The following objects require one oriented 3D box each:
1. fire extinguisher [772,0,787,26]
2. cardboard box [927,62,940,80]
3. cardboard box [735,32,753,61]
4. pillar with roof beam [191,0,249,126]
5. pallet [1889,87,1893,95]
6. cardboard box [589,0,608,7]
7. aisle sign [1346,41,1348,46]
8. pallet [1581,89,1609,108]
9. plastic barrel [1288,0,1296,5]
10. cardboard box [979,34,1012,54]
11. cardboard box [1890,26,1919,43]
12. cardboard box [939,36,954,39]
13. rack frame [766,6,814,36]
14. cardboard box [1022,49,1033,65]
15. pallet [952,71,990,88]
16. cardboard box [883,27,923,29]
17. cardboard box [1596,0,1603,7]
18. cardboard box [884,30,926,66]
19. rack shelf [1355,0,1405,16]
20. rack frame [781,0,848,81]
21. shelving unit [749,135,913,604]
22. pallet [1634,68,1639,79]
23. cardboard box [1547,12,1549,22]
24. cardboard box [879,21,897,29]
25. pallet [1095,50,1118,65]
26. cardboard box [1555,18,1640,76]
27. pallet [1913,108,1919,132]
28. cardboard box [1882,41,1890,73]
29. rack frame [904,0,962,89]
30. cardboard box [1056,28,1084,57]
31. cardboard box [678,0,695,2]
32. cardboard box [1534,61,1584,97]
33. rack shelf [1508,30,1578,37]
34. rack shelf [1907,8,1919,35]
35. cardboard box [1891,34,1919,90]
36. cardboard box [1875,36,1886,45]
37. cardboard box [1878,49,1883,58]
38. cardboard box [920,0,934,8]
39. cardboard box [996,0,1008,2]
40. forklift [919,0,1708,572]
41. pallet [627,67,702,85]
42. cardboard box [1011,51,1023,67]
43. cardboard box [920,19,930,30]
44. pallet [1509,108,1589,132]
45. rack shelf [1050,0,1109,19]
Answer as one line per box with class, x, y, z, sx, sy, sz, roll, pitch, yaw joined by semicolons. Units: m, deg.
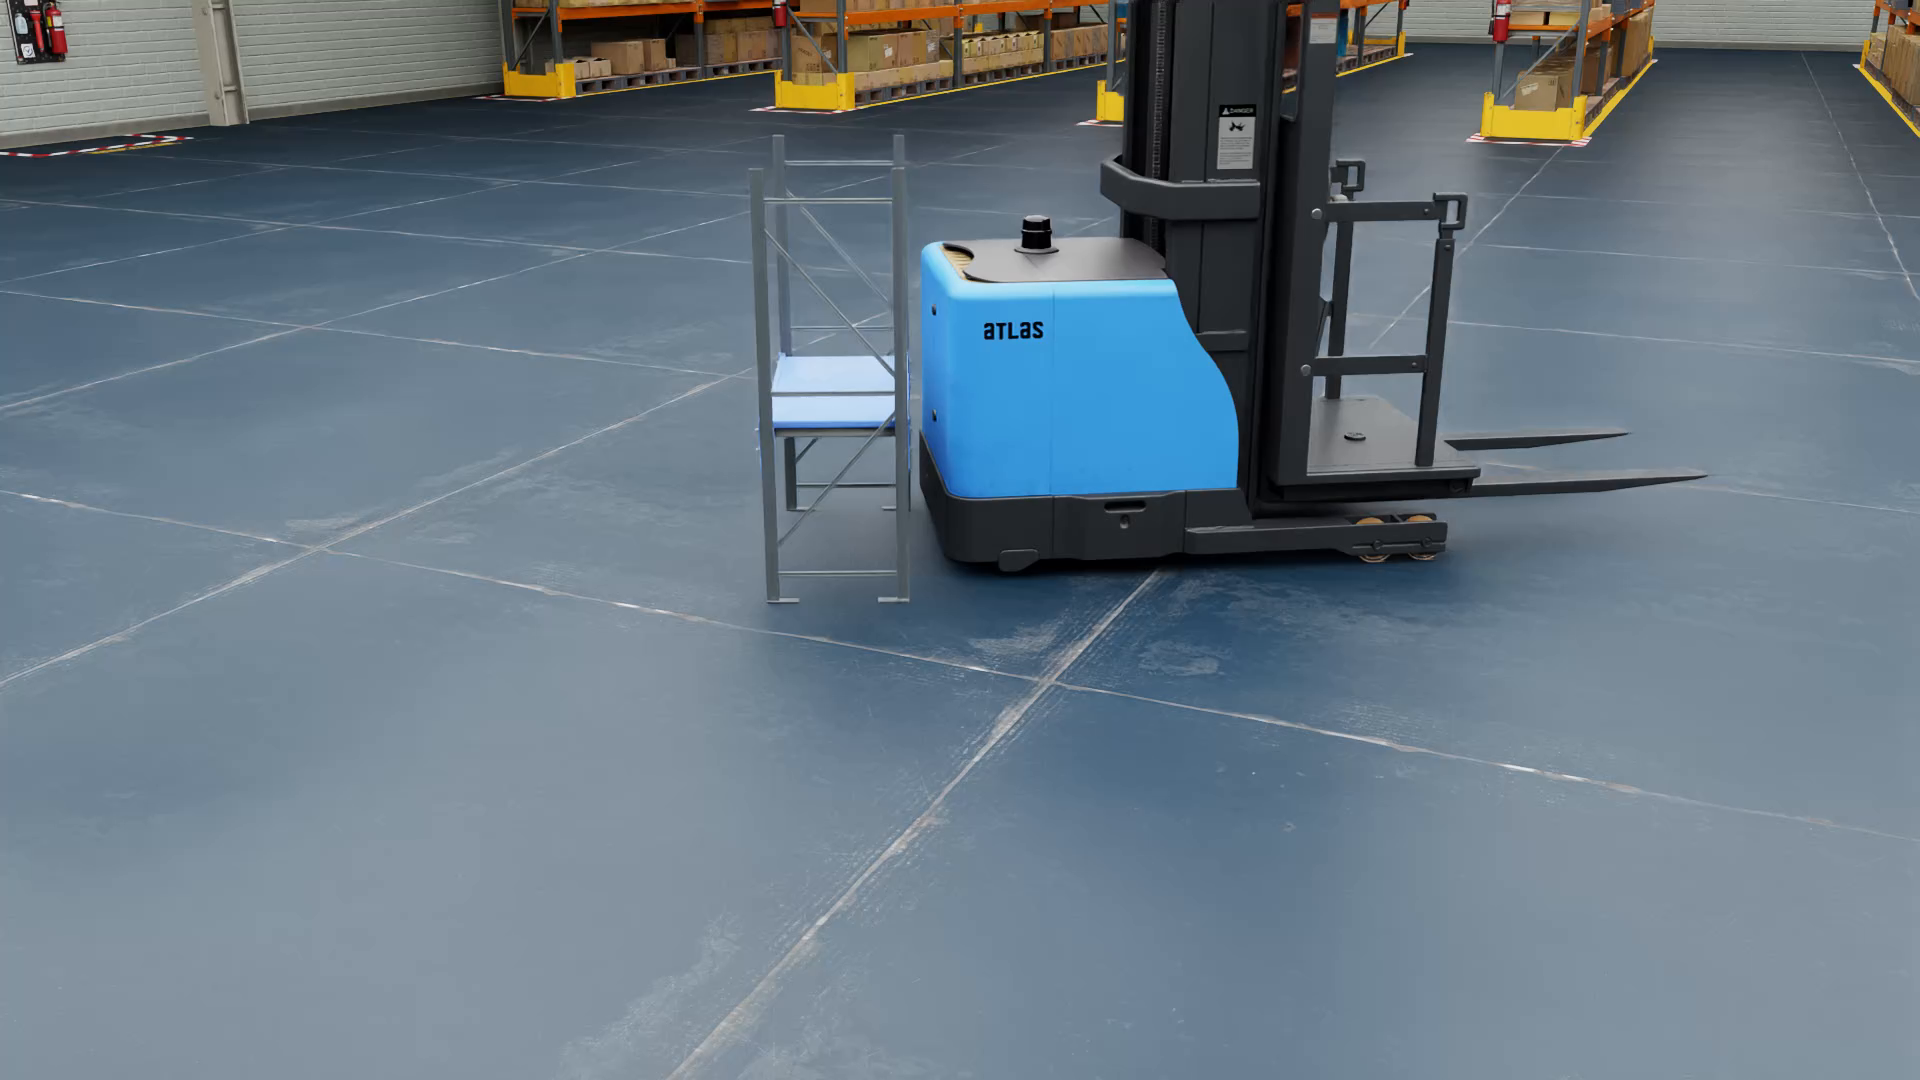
fire extinguisher;-2.560;-7.671;23.676;0.296;0.674;0.183;9;21;23
cardboard box;-0.654;-7.481;26.505;0.500;0.250;0.500;9;21;23
cardboard box;-4.273;-9.153;30.803;0.700;0.500;0.500;9;21;23
pillar with roof beam;-5.641;-9.092;18.606;9.100;9.000;0.400;9;21;23
pallet;15.029;-6.978;25.775;1.003;0.211;1.213;9;21;23
cardboard box;-5.919;-8.563;26.264;0.500;0.250;0.500;8;21;21
aisle sign;9.295;-12.926;38.048;11.437;3.194;6.000;9;21;23
pallet;8.904;-6.466;24.336;1.003;0.211;1.213;9;21;23
plastic barrel;5.307;-9.024;27.200;0.421;0.512;0.421;0;20;0
cardboard box;0.575;-8.631;28.901;0.500;0.311;0.500;9;22;24
cardboard box;15.587;-8.297;27.306;0.500;0.250;0.500;9;22;24
cardboard box;-0.338;-8.392;28.229;0.500;0.311;0.500;9;22;24
rack frame;-3.333;-10.804;32.370;1.000;3.000;0.127;9;21;23
cardboard box;0.988;-8.675;29.862;0.500;0.250;0.500;8;21;22
pallet;-0.184;-7.819;28.140;1.003;0.211;1.213;9;21;23
cardboard box;-0.925;-8.059;27.011;0.500;0.500;0.500;9;21;23
cardboard box;7.996;-7.285;21.884;0.875;0.500;0.500;9;21;23
cardboard box;-0.857;-7.681;25.949;0.500;0.500;0.500;9;21;23
rack shelf;8.163;-10.939;33.826;1.077;0.370;4.000;9;21;23
rack frame;-2.088;-7.679;23.586;1.000;3.000;0.127;9;21;23
shelving unit;-0.444;-0.660;6.088;0.538;1.500;1.048;-1;20;-2
pallet;11.615;-8.427;29.850;1.003;0.211;1.213;9;21;23
cardboard box;7.152;-6.550;20.785;0.380;0.149;0.250;9;21;23
cardboard box;-1.842;-10.995;35.490;0.750;0.750;0.750;9;21;23
pallet;2.528;-9.780;33.654;1.003;0.211;1.213;9;21;23
cardboard box;10.526;-8.169;27.508;1.225;0.875;0.875;8;21;20
pallet;12.687;-5.295;21.042;1.003;0.211;1.213;9;21;23
cardboard box;15.801;-8.106;27.890;0.500;0.500;0.500;9;22;25
rack frame;-0.450;-8.902;27.024;1.000;3.000;0.127;9;21;23
cardboard box;2.055;-9.568;31.970;0.500;0.500;0.500;8;21;22
cardboard box;-4.888;-9.333;28.430;0.500;0.250;0.500;9;21;23
cardboard box;8.158;-6.269;22.723;0.500;0.500;0.500;17;26;40
rack shelf;7.767;-6.659;21.576;0.831;0.071;3.687;9;21;23
rack shelf;13.889;-7.103;23.038;1.077;0.370;4.000;9;21;23
cardboard box;14.377;-7.017;24.454;1.050;0.750;0.750;8;21;22
cardboard box;16.939;-9.115;30.362;0.380;0.149;0.250;9;21;24
cardboard box;16.284;-8.495;29.063;0.380;0.149;0.250;7;21;20
cardboard box;-0.836;-8.651;26.167;0.700;0.500;0.500;8;21;22
cardboard box;0.516;-9.657;28.997;0.500;0.500;0.500;7;21;20
forklift;1.391;-1.468;6.223;3.031;2.935;1.130;-3;20;-7
pallet;-5.213;-8.057;28.808;1.003;0.211;1.213;9;21;23
cardboard box;0.700;-9.852;28.993;0.692;3.050;0.521;8;21;22
cardboard box;-1.086;-11.414;37.191;0.700;0.500;0.500;8;21;22
pallet;7.344;-5.272;20.978;1.003;0.211;1.213;9;21;23
rack shelf;2.007;-10.397;32.302;1.077;0.370;4.000;9;21;23
